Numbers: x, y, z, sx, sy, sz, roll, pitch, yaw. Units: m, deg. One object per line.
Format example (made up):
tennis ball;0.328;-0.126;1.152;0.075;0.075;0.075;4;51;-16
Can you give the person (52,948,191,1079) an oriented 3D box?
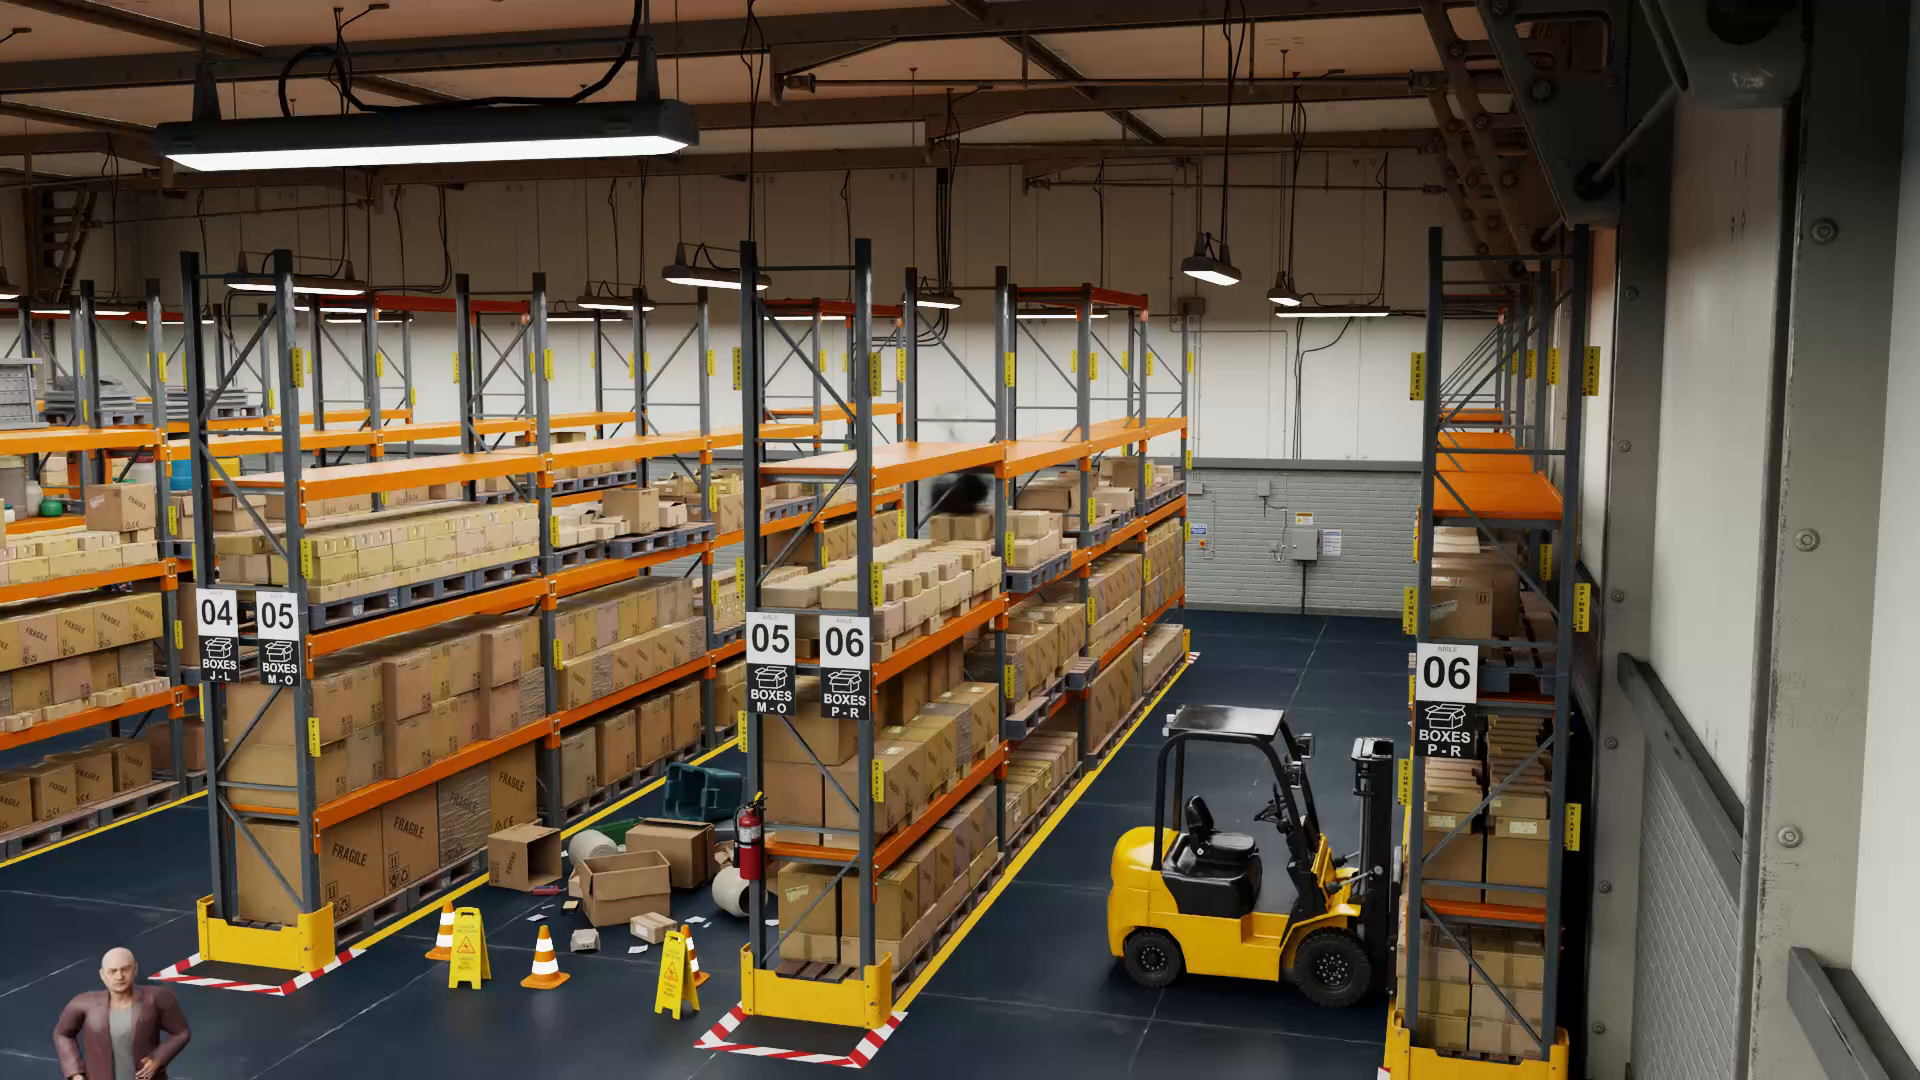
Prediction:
person;-4.809;3.213;9.585;0.711;1.786;0.901;-3;7;-27
